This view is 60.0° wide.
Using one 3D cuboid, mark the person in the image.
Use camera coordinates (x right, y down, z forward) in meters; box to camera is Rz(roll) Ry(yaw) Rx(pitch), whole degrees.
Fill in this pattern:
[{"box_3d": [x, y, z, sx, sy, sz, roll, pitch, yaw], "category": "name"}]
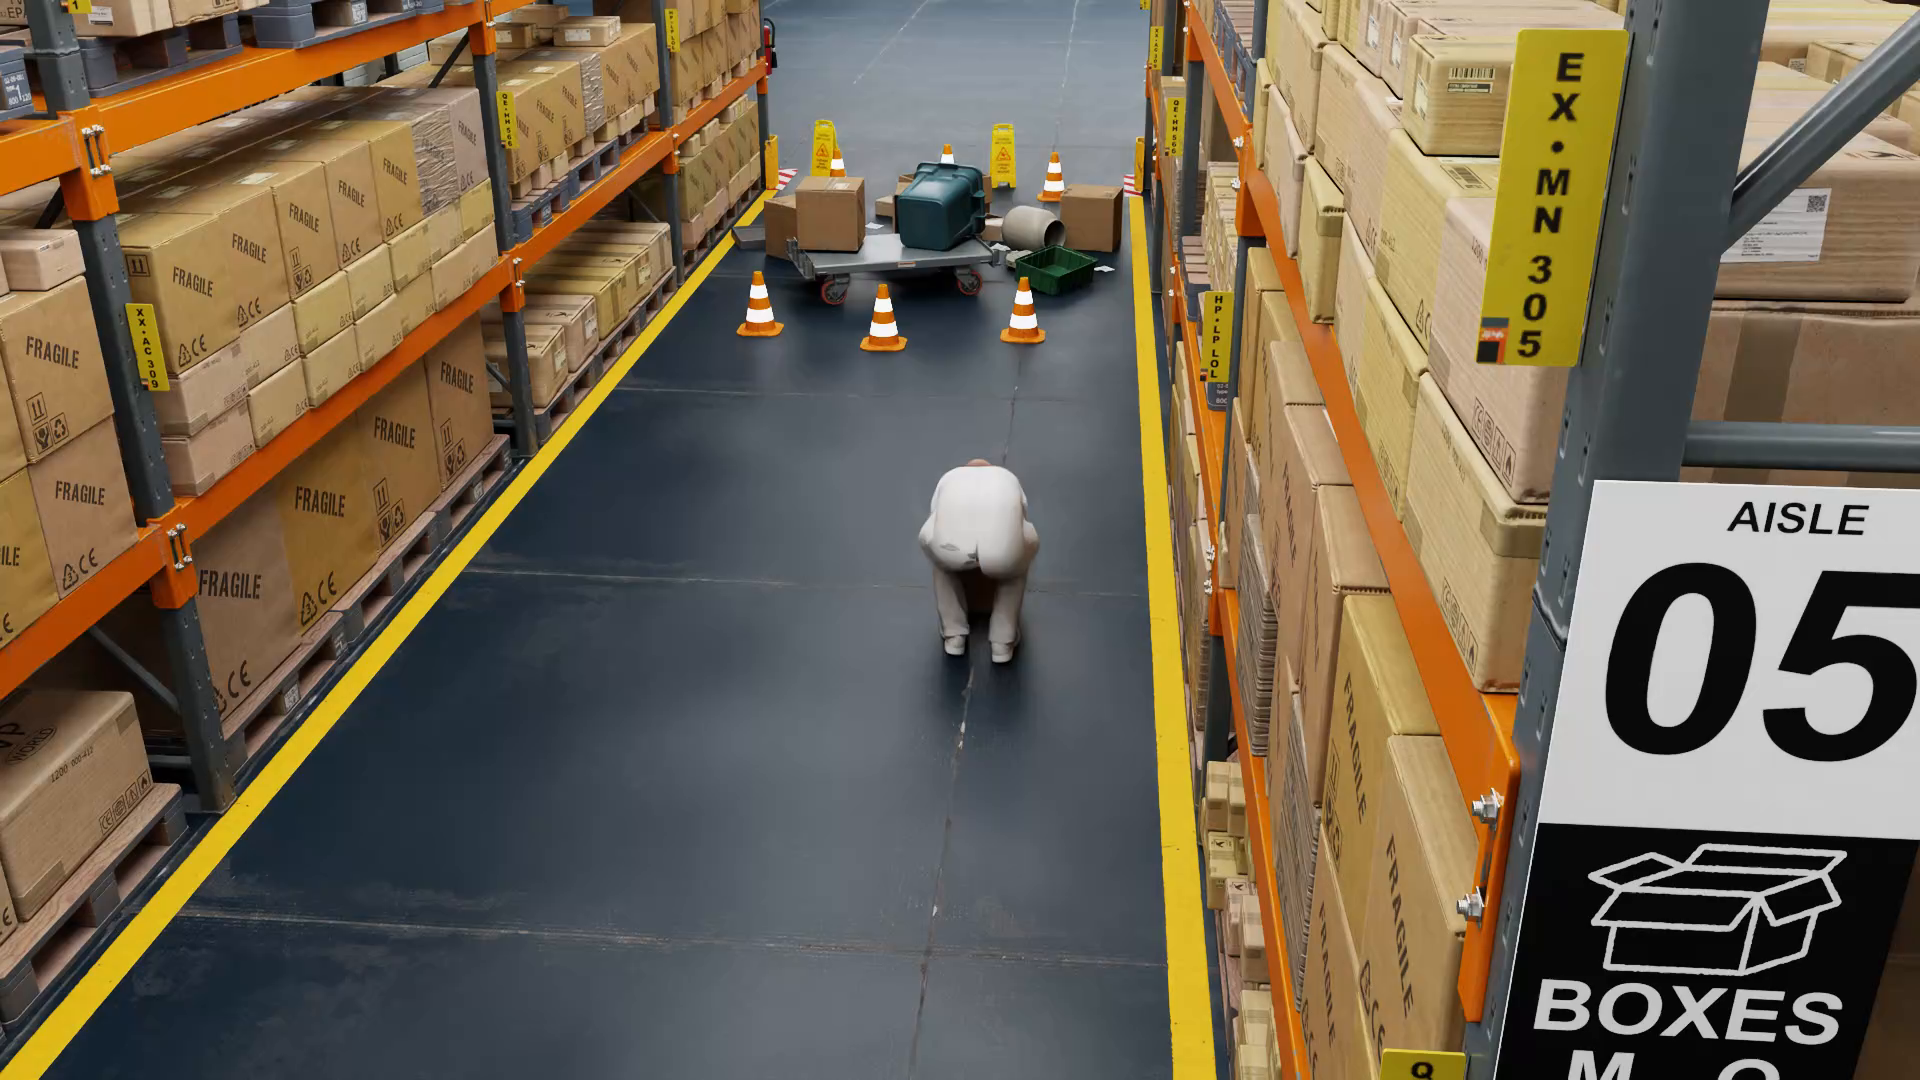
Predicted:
[{"box_3d": [0.115, 0.055, 8.094, 0.550, 0.911, 0.951, 1, 24, 3], "category": "person"}]
